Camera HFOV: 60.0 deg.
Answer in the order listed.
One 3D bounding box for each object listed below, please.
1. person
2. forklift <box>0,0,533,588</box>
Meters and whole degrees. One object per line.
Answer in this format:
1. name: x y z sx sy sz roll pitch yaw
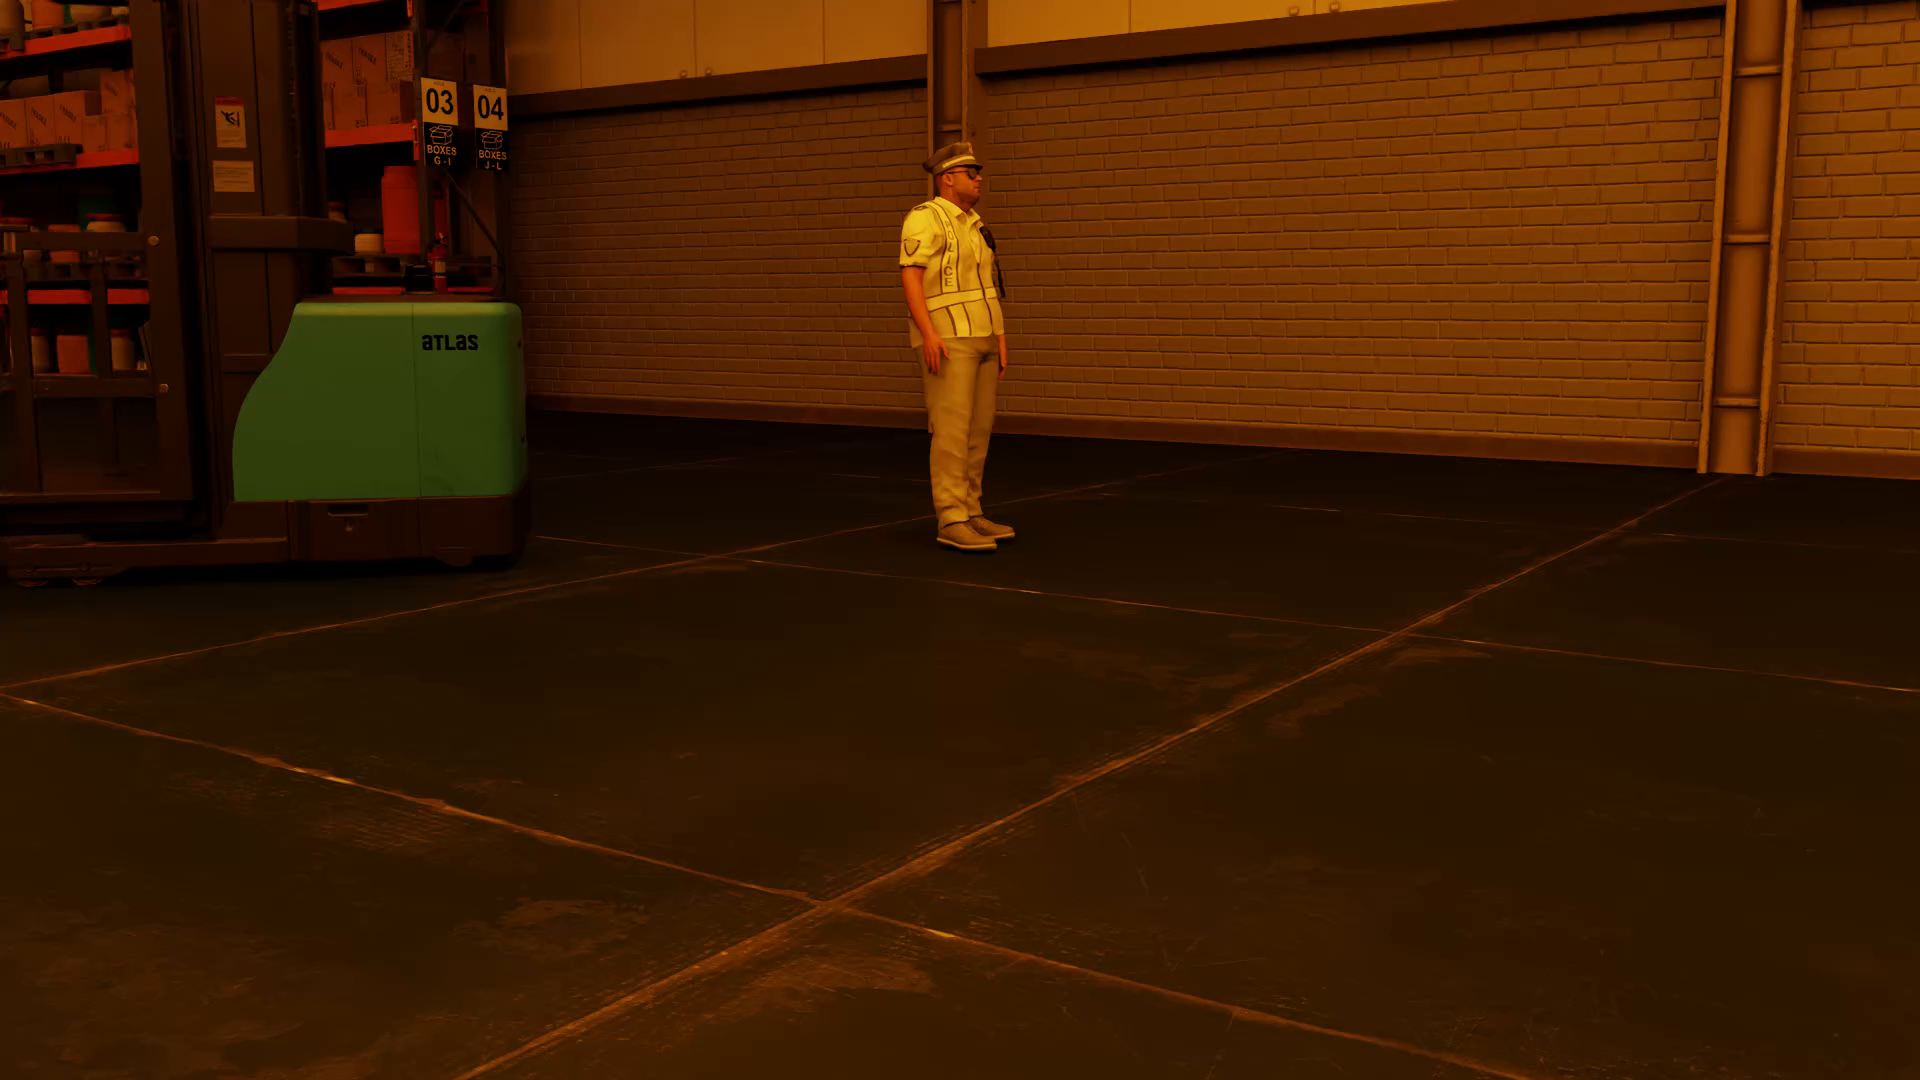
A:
1. person: 0.058 -0.882 7.424 0.575 1.781 0.640 5 10 34
2. forklift: -3.355 -1.351 6.691 3.031 2.935 1.130 -2 8 -11
